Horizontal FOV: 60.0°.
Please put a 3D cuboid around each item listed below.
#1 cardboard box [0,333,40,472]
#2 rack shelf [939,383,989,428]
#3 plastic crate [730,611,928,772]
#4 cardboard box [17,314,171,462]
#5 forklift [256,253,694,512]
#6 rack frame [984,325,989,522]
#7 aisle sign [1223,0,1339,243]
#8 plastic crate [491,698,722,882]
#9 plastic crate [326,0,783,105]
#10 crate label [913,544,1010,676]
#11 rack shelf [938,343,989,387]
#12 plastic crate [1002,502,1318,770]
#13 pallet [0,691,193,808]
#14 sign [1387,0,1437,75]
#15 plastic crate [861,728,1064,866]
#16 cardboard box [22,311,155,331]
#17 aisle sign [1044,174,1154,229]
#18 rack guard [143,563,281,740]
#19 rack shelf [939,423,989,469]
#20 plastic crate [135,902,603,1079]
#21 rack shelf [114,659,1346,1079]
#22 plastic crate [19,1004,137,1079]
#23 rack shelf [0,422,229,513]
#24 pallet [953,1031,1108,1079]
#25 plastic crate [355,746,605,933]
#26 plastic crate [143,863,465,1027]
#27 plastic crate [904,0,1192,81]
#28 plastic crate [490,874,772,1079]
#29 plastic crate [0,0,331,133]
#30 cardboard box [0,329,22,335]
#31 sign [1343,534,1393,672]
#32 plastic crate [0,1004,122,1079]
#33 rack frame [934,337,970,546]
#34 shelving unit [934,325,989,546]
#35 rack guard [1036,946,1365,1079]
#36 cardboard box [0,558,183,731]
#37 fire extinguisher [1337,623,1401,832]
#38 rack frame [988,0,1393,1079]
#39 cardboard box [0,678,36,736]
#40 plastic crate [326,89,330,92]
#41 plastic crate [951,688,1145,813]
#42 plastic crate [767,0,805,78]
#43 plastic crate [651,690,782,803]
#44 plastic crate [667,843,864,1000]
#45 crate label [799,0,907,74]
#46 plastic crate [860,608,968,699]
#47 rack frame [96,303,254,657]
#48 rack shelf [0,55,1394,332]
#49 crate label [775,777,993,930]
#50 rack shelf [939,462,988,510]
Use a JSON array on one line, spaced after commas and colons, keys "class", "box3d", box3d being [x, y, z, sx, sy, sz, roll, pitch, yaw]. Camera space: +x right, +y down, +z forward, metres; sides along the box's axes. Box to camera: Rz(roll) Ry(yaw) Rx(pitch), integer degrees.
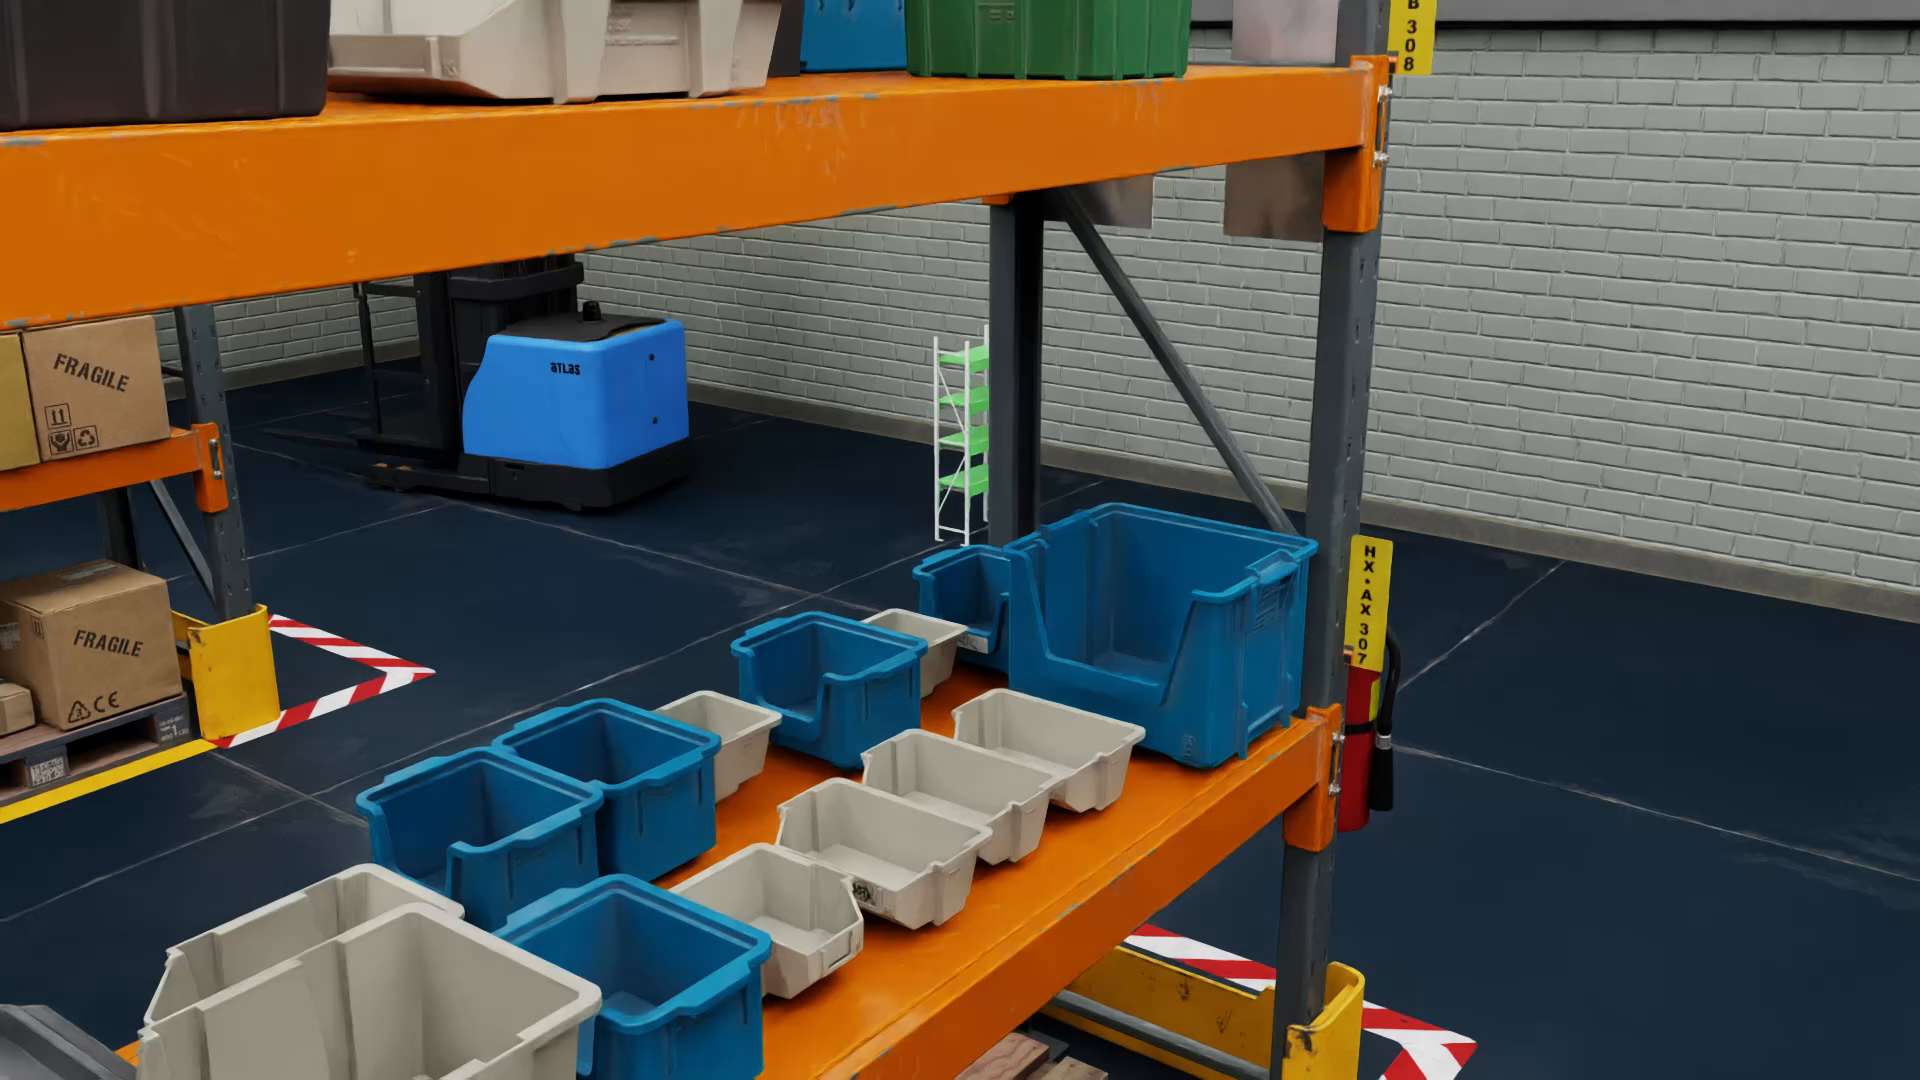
[{"class": "cardboard box", "box3d": [-3.819, -0.511, 6.161, 0.500, 0.500, 0.500, 13, 21, 35]}, {"class": "rack shelf", "box3d": [0.099, -0.781, 9.641, 0.258, 0.148, 0.480, 12, 21, 35]}, {"class": "plastic crate", "box3d": [-0.293, 0.343, 3.762, 0.416, 0.233, 0.300, 12, 21, 35]}, {"class": "cardboard box", "box3d": [-3.513, -0.635, 6.561, 0.500, 0.500, 0.500, 13, 22, 36]}, {"class": "forklift", "box3d": [-3.319, -1.844, 10.738, 3.031, 2.935, 1.130, 8, 19, 23]}, {"class": "rack frame", "box3d": [0.244, -0.671, 9.880, 0.240, 1.200, 0.015, 12, 21, 35]}, {"class": "aisle sign", "box3d": [0.789, -1.072, 3.756, 0.394, 0.787, 0.004, 12, 21, 35]}, {"class": "plastic crate", "box3d": [-0.685, 0.500, 3.257, 0.416, 0.233, 0.300, 12, 21, 35]}, {"class": "plastic crate", "box3d": [-0.521, -0.636, 2.121, 0.437, 0.136, 0.530, 12, 21, 35]}, {"class": "crate label", "box3d": [0.099, 0.186, 4.267, 0.416, 0.233, 0.303, 12, 21, 35]}, {"class": "rack shelf", "box3d": [0.099, -1.010, 9.569, 0.258, 0.148, 0.480, 12, 21, 35]}, {"class": "plastic crate", "box3d": [0.461, 0.202, 3.876, 0.616, 0.435, 0.499, 12, 21, 35]}, {"class": "pallet", "box3d": [-3.984, 0.798, 6.818, 1.003, 0.211, 1.213, 12, 21, 35]}, {"class": "sign", "box3d": [0.962, -1.155, 3.523, 0.100, 0.325, 0.005, 12, 21, 35]}, {"class": "plastic crate", "box3d": [-0.014, 0.524, 3.341, 0.396, 0.136, 0.243, 12, 21, 35]}, {"class": "cardboard box", "box3d": [-3.509, -1.112, 6.414, 0.500, 0.500, 0.500, 12, 21, 34]}, {"class": "aisle sign", "box3d": [0.315, -1.177, 4.092, 0.394, 0.787, 0.004, 12, 21, 35]}, {"class": "rack guard", "box3d": [-3.510, 0.470, 7.387, 1.175, 0.500, 0.348, 12, 21, 35]}, {"class": "rack shelf", "box3d": [0.099, -0.551, 9.712, 0.258, 0.148, 0.480, 12, 21, 35]}, {"class": "plastic crate", "box3d": [-0.815, 0.784, 2.260, 0.437, 0.282, 0.530, 12, 21, 35]}, {"class": "rack shelf", "box3d": [-0.681, 0.954, 2.826, 1.077, 0.370, 4.000, 12, 21, 35]}, {"class": "plastic crate", "box3d": [-1.421, 0.876, 2.228, 0.437, 0.125, 0.590, 12, 21, 35]}, {"class": "rack shelf", "box3d": [-4.657, 0.078, 5.647, 1.077, 0.370, 4.000, 12, 21, 35]}, {"class": "pallet", "box3d": [-0.012, 1.656, 4.056, 1.003, 0.211, 1.213, 12, 21, 35]}, {"class": "plastic crate", "box3d": [-0.864, 0.571, 3.027, 0.416, 0.233, 0.300, 12, 21, 35]}, {"class": "plastic crate", "box3d": [-1.076, 0.717, 2.722, 0.293, 0.136, 0.466, 12, 21, 35]}, {"class": "plastic crate", "box3d": [0.153, -0.912, 2.921, 0.450, 0.188, 0.336, 12, 21, 35]}, {"class": "plastic crate", "box3d": [-0.507, 0.720, 2.548, 0.416, 0.233, 0.300, 12, 21, 35]}, {"class": "plastic crate", "box3d": [-0.912, -0.530, 1.556, 0.497, 0.269, 0.590, 12, 21, 35]}, {"class": "cardboard box", "box3d": [-3.810, -0.992, 6.026, 0.500, 0.500, 0.500, 13, 22, 36]}, {"class": "sign", "box3d": [0.962, 0.150, 3.928, 0.100, 0.325, 0.005, 12, 21, 35]}, {"class": "plastic crate", "box3d": [-1.139, 0.860, 1.709, 0.402, 0.464, 0.583, 12, 21, 35]}, {"class": "rack frame", "box3d": [-0.047, -0.554, 9.506, 0.240, 1.200, 0.015, 12, 21, 35]}, {"class": "shelving unit", "box3d": [0.099, -0.612, 9.693, 0.258, 1.200, 0.503, 12, 21, 35]}, {"class": "rack guard", "box3d": [0.515, 1.320, 4.650, 1.175, 0.500, 0.348, 12, 21, 35]}, {"class": "cardboard box", "box3d": [-3.591, 0.415, 6.823, 0.500, 0.500, 0.500, 12, 21, 35]}, {"class": "fire extinguisher", "box3d": [0.966, 0.394, 4.177, 0.296, 0.674, 0.183, 12, 21, 35]}, {"class": "rack frame", "box3d": [0.511, 0.134, 4.253, 1.000, 3.000, 0.127, 12, 21, 35]}, {"class": "cardboard box", "box3d": [-3.905, 0.655, 6.613, 0.380, 0.166, 0.250, 12, 21, 35]}, {"class": "plastic crate", "box3d": [-1.057, -0.768, 2.302, 0.437, 0.282, 0.530, 12, 21, 35]}, {"class": "plastic crate", "box3d": [0.170, 0.458, 3.555, 0.396, 0.136, 0.243, 12, 21, 35]}, {"class": "plastic crate", "box3d": [-0.620, -0.953, 2.802, 0.504, 0.338, 0.767, 12, 21, 35]}, {"class": "plastic crate", "box3d": [-0.562, 0.456, 3.562, 0.250, 0.136, 0.298, 12, 21, 35]}, {"class": "plastic crate", "box3d": [-0.322, 0.669, 2.876, 0.298, 0.136, 0.250, 12, 21, 35]}, {"class": "crate label", "box3d": [-0.298, -1.064, 3.306, 0.408, 0.251, 0.502, 12, 21, 35]}, {"class": "plastic crate", "box3d": [-0.158, 0.294, 4.082, 0.250, 0.136, 0.298, 12, 21, 35]}, {"class": "rack frame", "box3d": [-3.465, -0.742, 7.075, 1.000, 3.000, 0.127, 12, 21, 35]}, {"class": "rack shelf", "box3d": [-0.681, -0.478, 2.381, 1.077, 0.370, 4.000, 12, 21, 35]}, {"class": "crate label", "box3d": [-0.160, 0.595, 3.113, 0.396, 0.136, 0.243, 12, 21, 35]}, {"class": "rack shelf", "box3d": [0.099, -0.322, 9.783, 0.258, 0.148, 0.480, 12, 21, 35]}]
